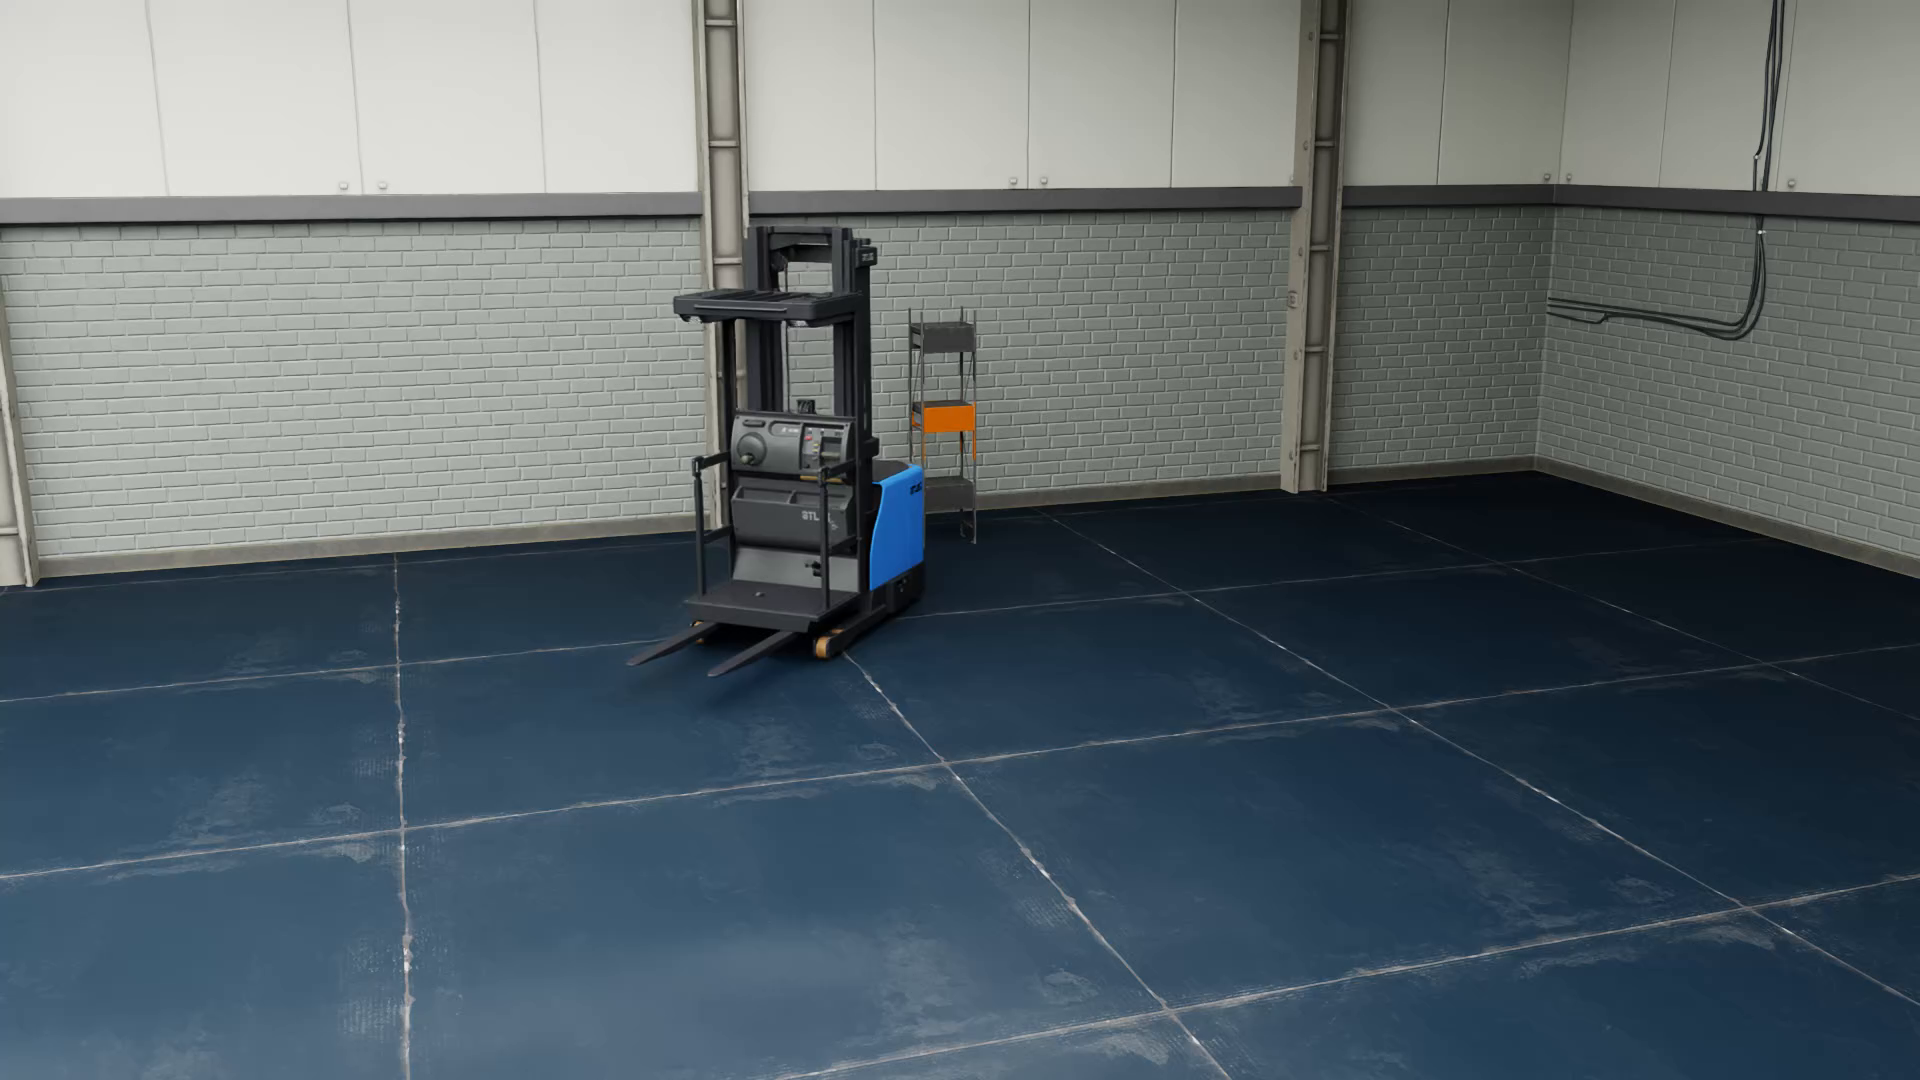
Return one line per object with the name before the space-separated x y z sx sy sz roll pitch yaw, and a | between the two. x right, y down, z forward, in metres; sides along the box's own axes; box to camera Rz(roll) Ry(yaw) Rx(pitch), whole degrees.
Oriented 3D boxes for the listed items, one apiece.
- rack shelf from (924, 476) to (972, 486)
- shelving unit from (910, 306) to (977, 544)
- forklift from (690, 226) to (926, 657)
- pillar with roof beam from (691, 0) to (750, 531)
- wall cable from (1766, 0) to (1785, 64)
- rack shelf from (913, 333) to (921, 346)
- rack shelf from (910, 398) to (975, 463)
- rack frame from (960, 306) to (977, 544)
rack shelf | -0.157 -0.448 14.982 0.457 0.174 0.368 -4 14 -18
shelving unit | -0.151 -1.010 14.850 0.492 2.100 0.431 -4 14 -18
forklift | -1.295 -0.699 11.748 1.130 2.935 3.031 5 14 21
pillar with roof beam | -0.732 -3.520 10.493 0.400 9.000 9.100 -4 14 -18
wall cable | 7.658 -5.187 13.300 0.112 2.526 3.097 -4 14 -18
rack shelf | -0.157 -1.774 14.666 0.442 0.100 0.332 -4 14 -18
rack shelf | -0.157 -0.996 14.852 0.480 0.518 0.431 -4 14 -18
rack frame | 0.074 -1.027 14.924 0.015 2.100 0.400 -4 14 -18
